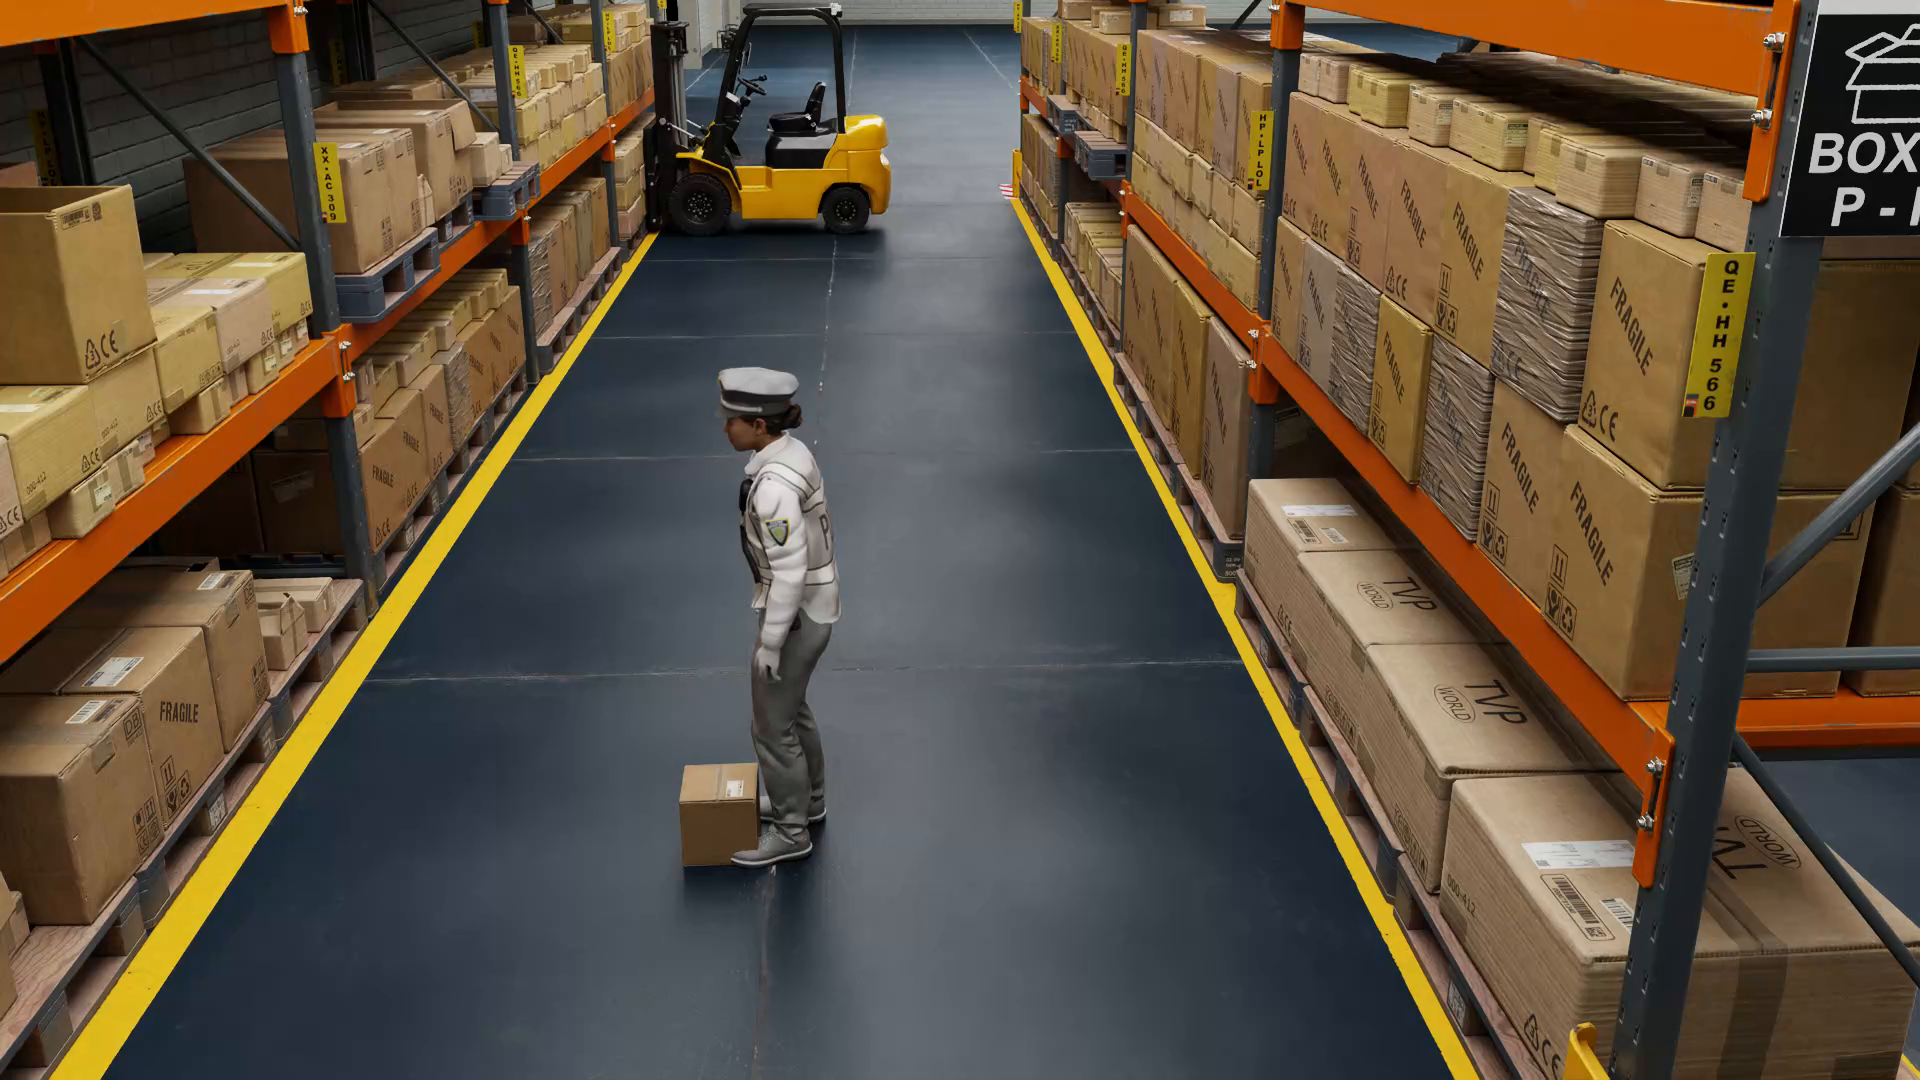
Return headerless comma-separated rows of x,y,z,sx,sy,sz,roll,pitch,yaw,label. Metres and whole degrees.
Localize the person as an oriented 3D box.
-0.585,0.256,5.387,0.403,1.664,0.528,-1,21,-3,person
